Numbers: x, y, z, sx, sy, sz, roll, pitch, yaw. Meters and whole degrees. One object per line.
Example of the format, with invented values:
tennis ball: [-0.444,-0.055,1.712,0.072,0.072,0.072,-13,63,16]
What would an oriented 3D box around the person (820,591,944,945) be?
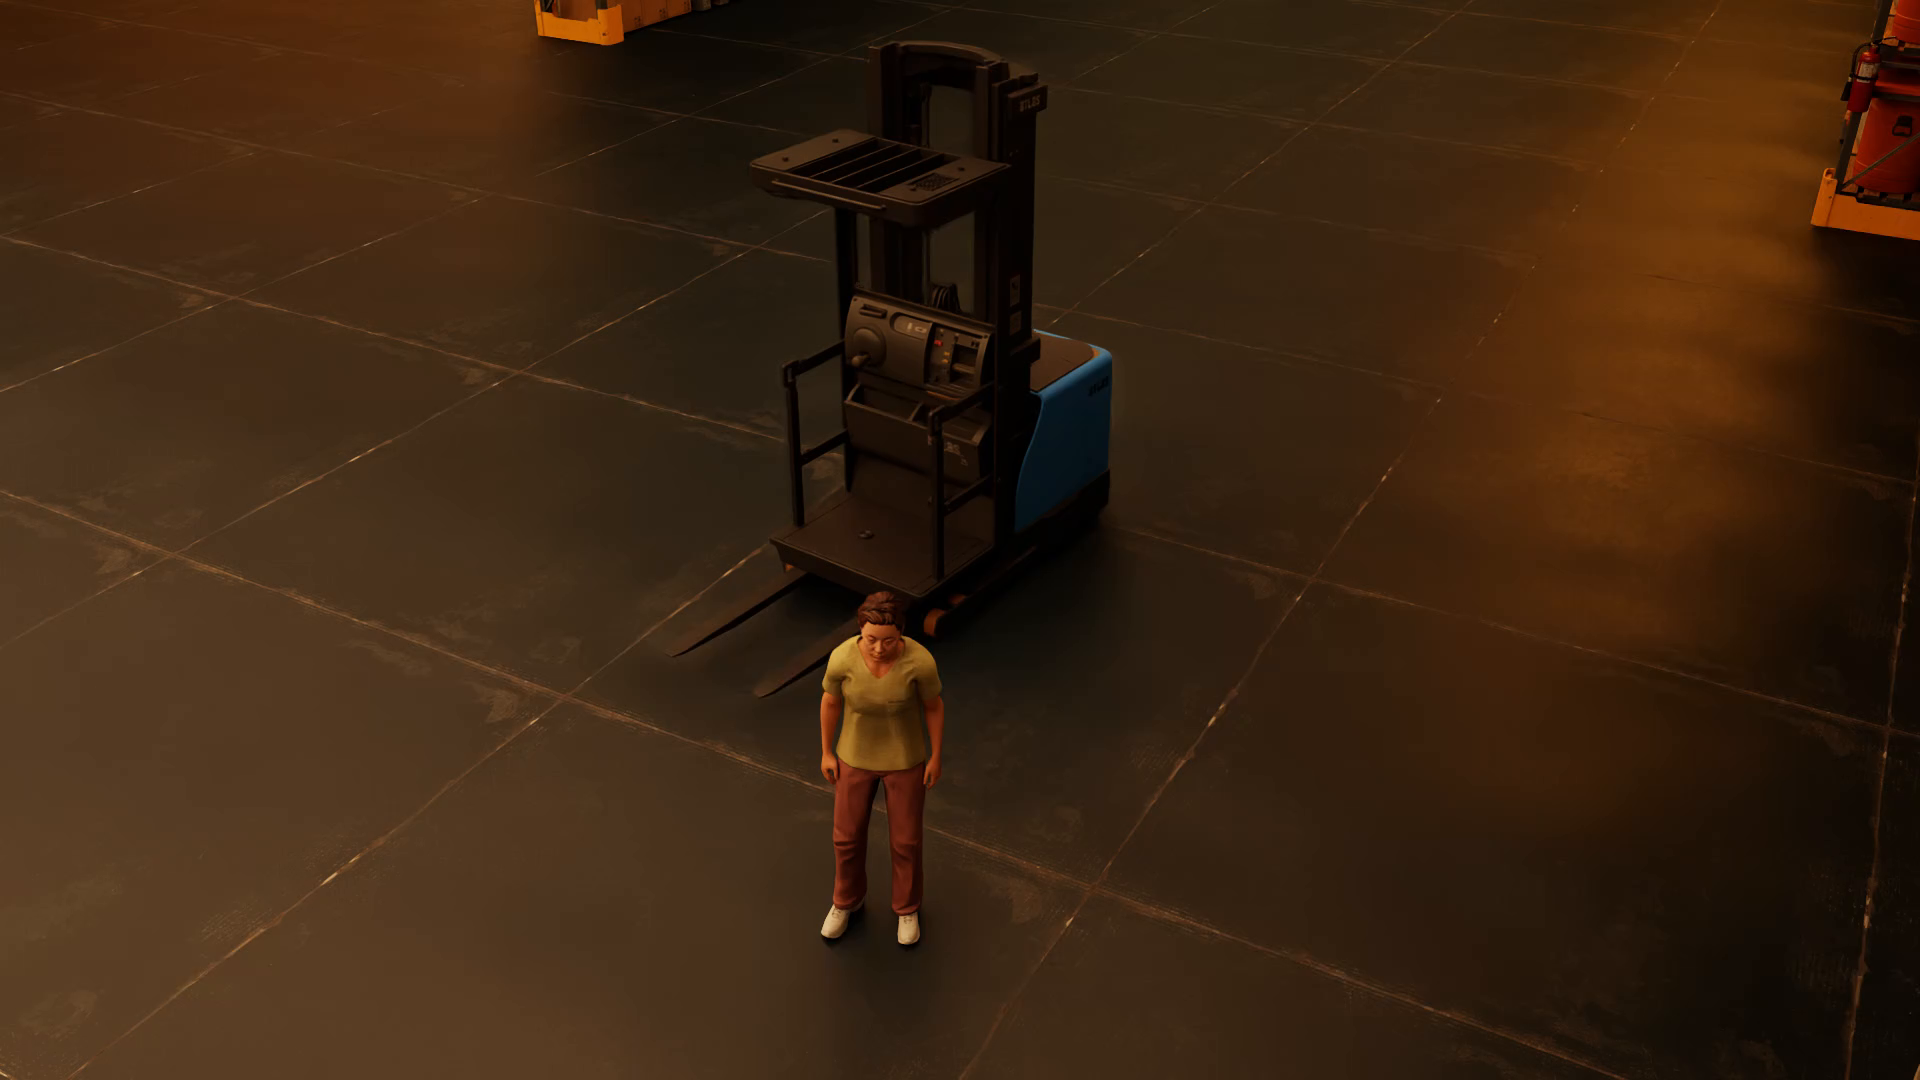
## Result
person: [-0.324,0.909,6.757,0.515,1.671,0.365,2,30,3]

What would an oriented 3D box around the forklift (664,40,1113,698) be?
forklift: [-0.360,-1.007,8.816,1.130,2.935,3.031,20,36,31]
